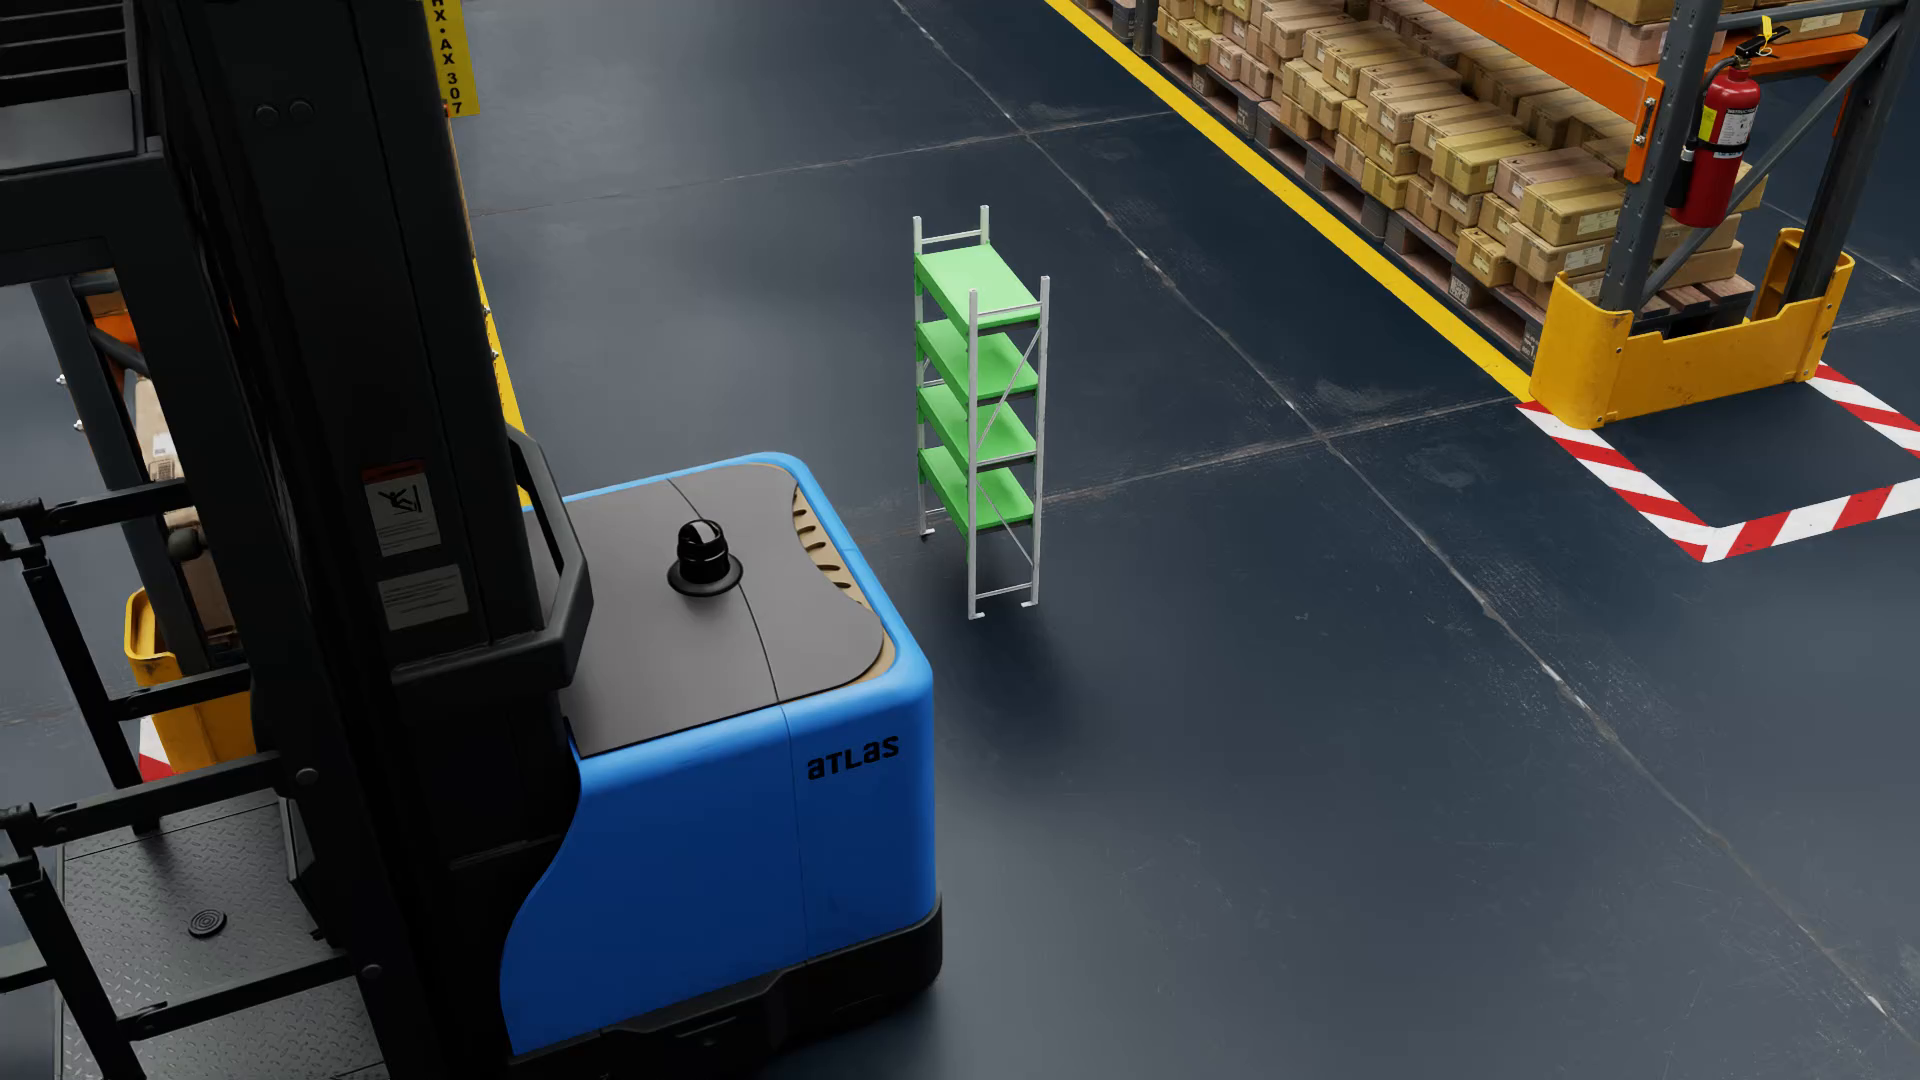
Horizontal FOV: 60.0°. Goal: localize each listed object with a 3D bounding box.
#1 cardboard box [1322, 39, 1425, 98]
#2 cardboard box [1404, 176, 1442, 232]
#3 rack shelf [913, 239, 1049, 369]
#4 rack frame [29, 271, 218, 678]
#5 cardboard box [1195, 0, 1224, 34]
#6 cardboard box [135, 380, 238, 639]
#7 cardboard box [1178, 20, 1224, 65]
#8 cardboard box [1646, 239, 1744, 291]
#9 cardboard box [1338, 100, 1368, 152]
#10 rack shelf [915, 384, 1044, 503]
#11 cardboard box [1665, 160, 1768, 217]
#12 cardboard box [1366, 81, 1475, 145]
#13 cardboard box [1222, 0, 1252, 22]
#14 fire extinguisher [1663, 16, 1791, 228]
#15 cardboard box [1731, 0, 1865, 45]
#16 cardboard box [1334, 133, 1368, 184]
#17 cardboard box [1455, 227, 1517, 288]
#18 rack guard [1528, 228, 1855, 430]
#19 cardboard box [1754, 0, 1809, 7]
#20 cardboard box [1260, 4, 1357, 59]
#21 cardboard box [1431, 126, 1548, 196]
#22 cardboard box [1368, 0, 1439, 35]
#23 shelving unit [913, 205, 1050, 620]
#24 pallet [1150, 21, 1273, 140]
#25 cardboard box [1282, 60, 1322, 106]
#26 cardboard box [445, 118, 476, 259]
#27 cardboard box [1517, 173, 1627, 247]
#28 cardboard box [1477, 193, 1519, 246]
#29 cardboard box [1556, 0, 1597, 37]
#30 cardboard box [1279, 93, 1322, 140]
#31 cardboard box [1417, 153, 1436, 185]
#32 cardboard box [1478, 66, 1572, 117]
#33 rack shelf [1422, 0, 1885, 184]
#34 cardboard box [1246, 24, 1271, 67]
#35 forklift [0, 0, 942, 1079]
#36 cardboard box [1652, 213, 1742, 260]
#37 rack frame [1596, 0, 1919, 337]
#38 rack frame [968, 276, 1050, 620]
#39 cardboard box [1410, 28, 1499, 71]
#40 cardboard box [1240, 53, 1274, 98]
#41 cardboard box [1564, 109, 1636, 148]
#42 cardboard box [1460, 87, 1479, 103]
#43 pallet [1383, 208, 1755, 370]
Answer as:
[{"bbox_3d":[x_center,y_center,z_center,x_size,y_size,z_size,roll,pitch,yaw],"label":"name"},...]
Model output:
[{"bbox_3d":[1.905,-2.180,7.677,0.380,0.149,0.250,-12,39,-16],"label":"cardboard box"},{"bbox_3d":[2.176,-1.491,7.256,0.380,0.149,0.250,-12,39,-15],"label":"cardboard box"},{"bbox_3d":[0.057,-0.718,5.015,0.258,0.148,0.480,-12,39,-16],"label":"rack shelf"},{"bbox_3d":[-1.769,-0.697,4.183,1.000,3.000,0.127,-12,39,-16],"label":"rack frame"},{"bbox_3d":[1.463,-2.791,8.736,0.380,0.149,0.250,-12,39,-16],"label":"cardboard box"},{"bbox_3d":[-2.090,-0.194,5.295,0.875,0.438,0.875,-14,39,-17],"label":"cardboard box"},{"bbox_3d":[1.382,-2.645,8.789,0.380,0.149,0.250,-11,38,-15],"label":"cardboard box"},{"bbox_3d":[2.964,-1.170,6.831,0.380,0.149,0.250,-12,39,-15],"label":"cardboard box"},{"bbox_3d":[1.953,-1.898,7.550,0.380,0.149,0.250,-11,38,-14],"label":"cardboard box"},{"bbox_3d":[0.057,-0.335,5.303,0.258,0.148,0.480,-12,39,-16],"label":"rack shelf"},{"bbox_3d":[2.983,-1.412,6.658,0.380,0.149,0.250,-14,39,-18],"label":"cardboard box"},{"bbox_3d":[2.008,-1.866,7.260,0.380,0.149,0.250,-11,38,-14],"label":"cardboard box"},{"bbox_3d":[1.564,-2.767,8.457,0.380,0.149,0.250,-13,39,-17],"label":"cardboard box"},{"bbox_3d":[2.497,-1.361,5.439,0.296,0.674,0.183,-12,39,-16],"label":"fire extinguisher"},{"bbox_3d":[3.040,-1.930,6.028,0.380,0.149,0.250,-13,39,-16],"label":"cardboard box"},{"bbox_3d":[1.954,-1.780,7.641,0.380,0.149,0.250,-12,39,-15],"label":"cardboard box"},{"bbox_3d":[2.283,-1.187,6.853,0.380,0.149,0.250,-11,38,-15],"label":"cardboard box"},{"bbox_3d":[2.818,-0.824,6.428,1.175,0.500,0.348,-12,39,-16],"label":"rack guard"},{"bbox_3d":[2.949,-2.249,5.912,0.500,0.500,0.500,-11,38,-14],"label":"cardboard box"},{"bbox_3d":[1.686,-2.464,8.054,0.380,0.149,0.250,-12,39,-15],"label":"cardboard box"},{"bbox_3d":[2.183,-1.566,6.862,0.380,0.149,0.250,-13,39,-17],"label":"cardboard box"},{"bbox_3d":[2.248,-2.586,8.217,0.380,0.149,0.250,-14,39,-18],"label":"cardboard box"},{"bbox_3d":[0.057,-0.386,5.265,0.258,1.200,0.503,-12,39,-16],"label":"shelving unit"},{"bbox_3d":[1.732,-2.553,8.964,1.003,0.211,1.213,-12,39,-16],"label":"pallet"},{"bbox_3d":[1.771,-2.192,7.940,0.380,0.149,0.250,-13,39,-16],"label":"cardboard box"},{"bbox_3d":[-1.665,-1.068,4.591,0.500,0.500,0.500,-13,39,-16],"label":"cardboard box"},{"bbox_3d":[2.424,-1.292,6.499,0.380,0.149,0.250,-12,39,-15],"label":"cardboard box"},{"bbox_3d":[2.355,-1.325,6.789,0.380,0.149,0.250,-13,39,-17],"label":"cardboard box"},{"bbox_3d":[2.416,-1.953,6.058,0.380,0.149,0.250,-13,39,-16],"label":"cardboard box"},{"bbox_3d":[1.776,-2.071,8.027,0.380,0.149,0.250,-13,39,-17],"label":"cardboard box"},{"bbox_3d":[2.218,-1.632,7.197,0.380,0.149,0.250,-13,39,-16],"label":"cardboard box"},{"bbox_3d":[2.559,-1.993,7.429,0.380,0.149,0.250,-11,38,-14],"label":"cardboard box"},{"bbox_3d":[2.156,-2.622,7.335,1.077,0.370,4.000,-12,39,-16],"label":"rack shelf"},{"bbox_3d":[1.671,-2.508,8.360,0.380,0.149,0.250,-14,39,-18],"label":"cardboard box"},{"bbox_3d":[-1.611,0.053,3.244,3.031,2.935,1.130,-14,39,-18],"label":"forklift"},{"bbox_3d":[2.905,-1.276,6.724,0.380,0.149,0.250,-11,38,-14],"label":"cardboard box"},{"bbox_3d":[2.844,-1.779,5.619,1.000,3.000,0.127,-12,39,-16],"label":"rack frame"},{"bbox_3d":[0.141,-0.248,5.082,0.240,1.200,0.015,-12,39,-16],"label":"rack frame"},{"bbox_3d":[2.335,-2.274,7.801,0.380,0.149,0.250,-12,39,-16],"label":"cardboard box"},{"bbox_3d":[1.651,-2.383,8.440,0.380,0.149,0.250,-13,39,-17],"label":"cardboard box"},{"bbox_3d":[2.808,-1.712,7.055,0.380,0.149,0.250,-13,39,-16],"label":"cardboard box"},{"bbox_3d":[2.397,-2.005,7.692,0.380,0.149,0.250,-11,38,-14],"label":"cardboard box"},{"bbox_3d":[2.571,-1.175,7.134,1.003,0.211,1.213,-12,39,-16],"label":"pallet"}]
